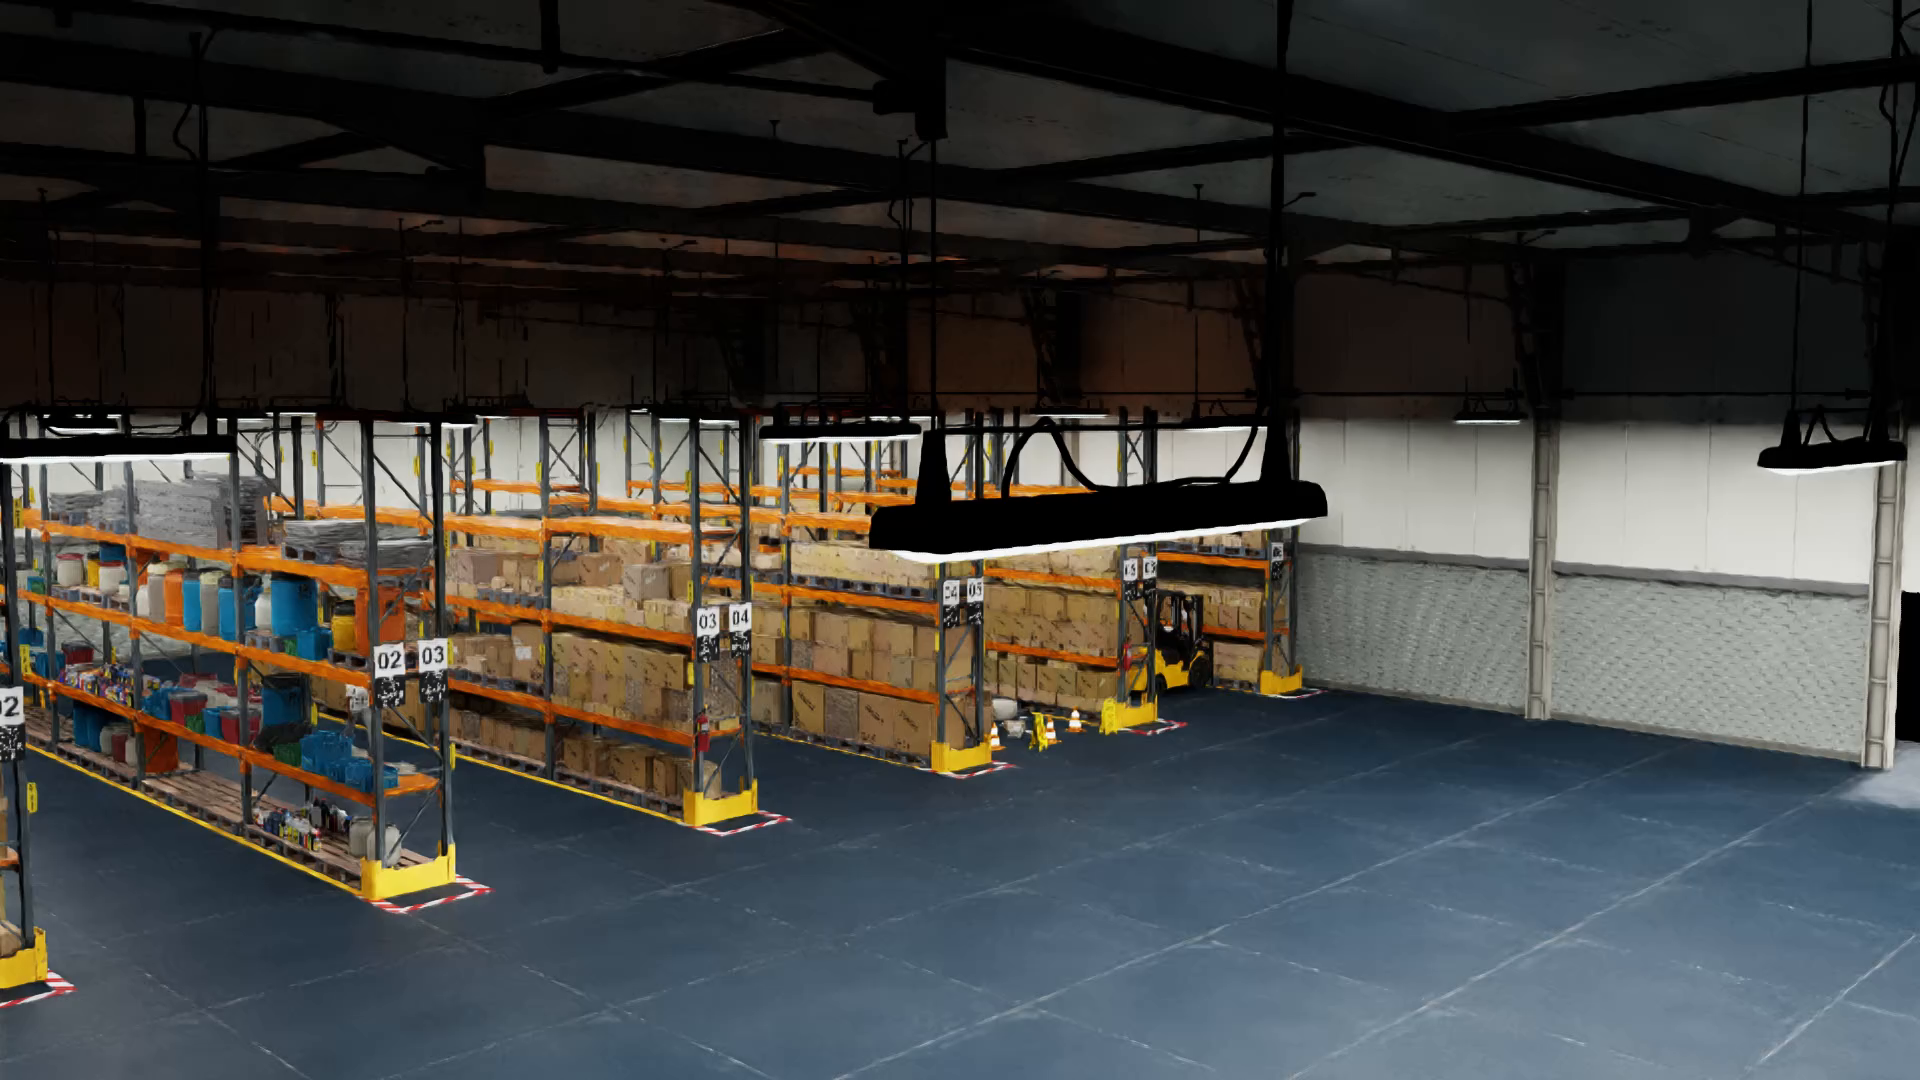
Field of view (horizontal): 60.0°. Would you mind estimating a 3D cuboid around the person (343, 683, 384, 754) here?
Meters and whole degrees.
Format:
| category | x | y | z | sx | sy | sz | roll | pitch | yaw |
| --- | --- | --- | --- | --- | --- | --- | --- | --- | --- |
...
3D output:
| category | x | y | z | sx | sy | sz | roll | pitch | yaw |
| --- | --- | --- | --- | --- | --- | --- | --- | --- | --- |
| person | -10.523 | 2.943 | 29.119 | 0.456 | 1.589 | 1.088 | -5 | 7 | -44 |
